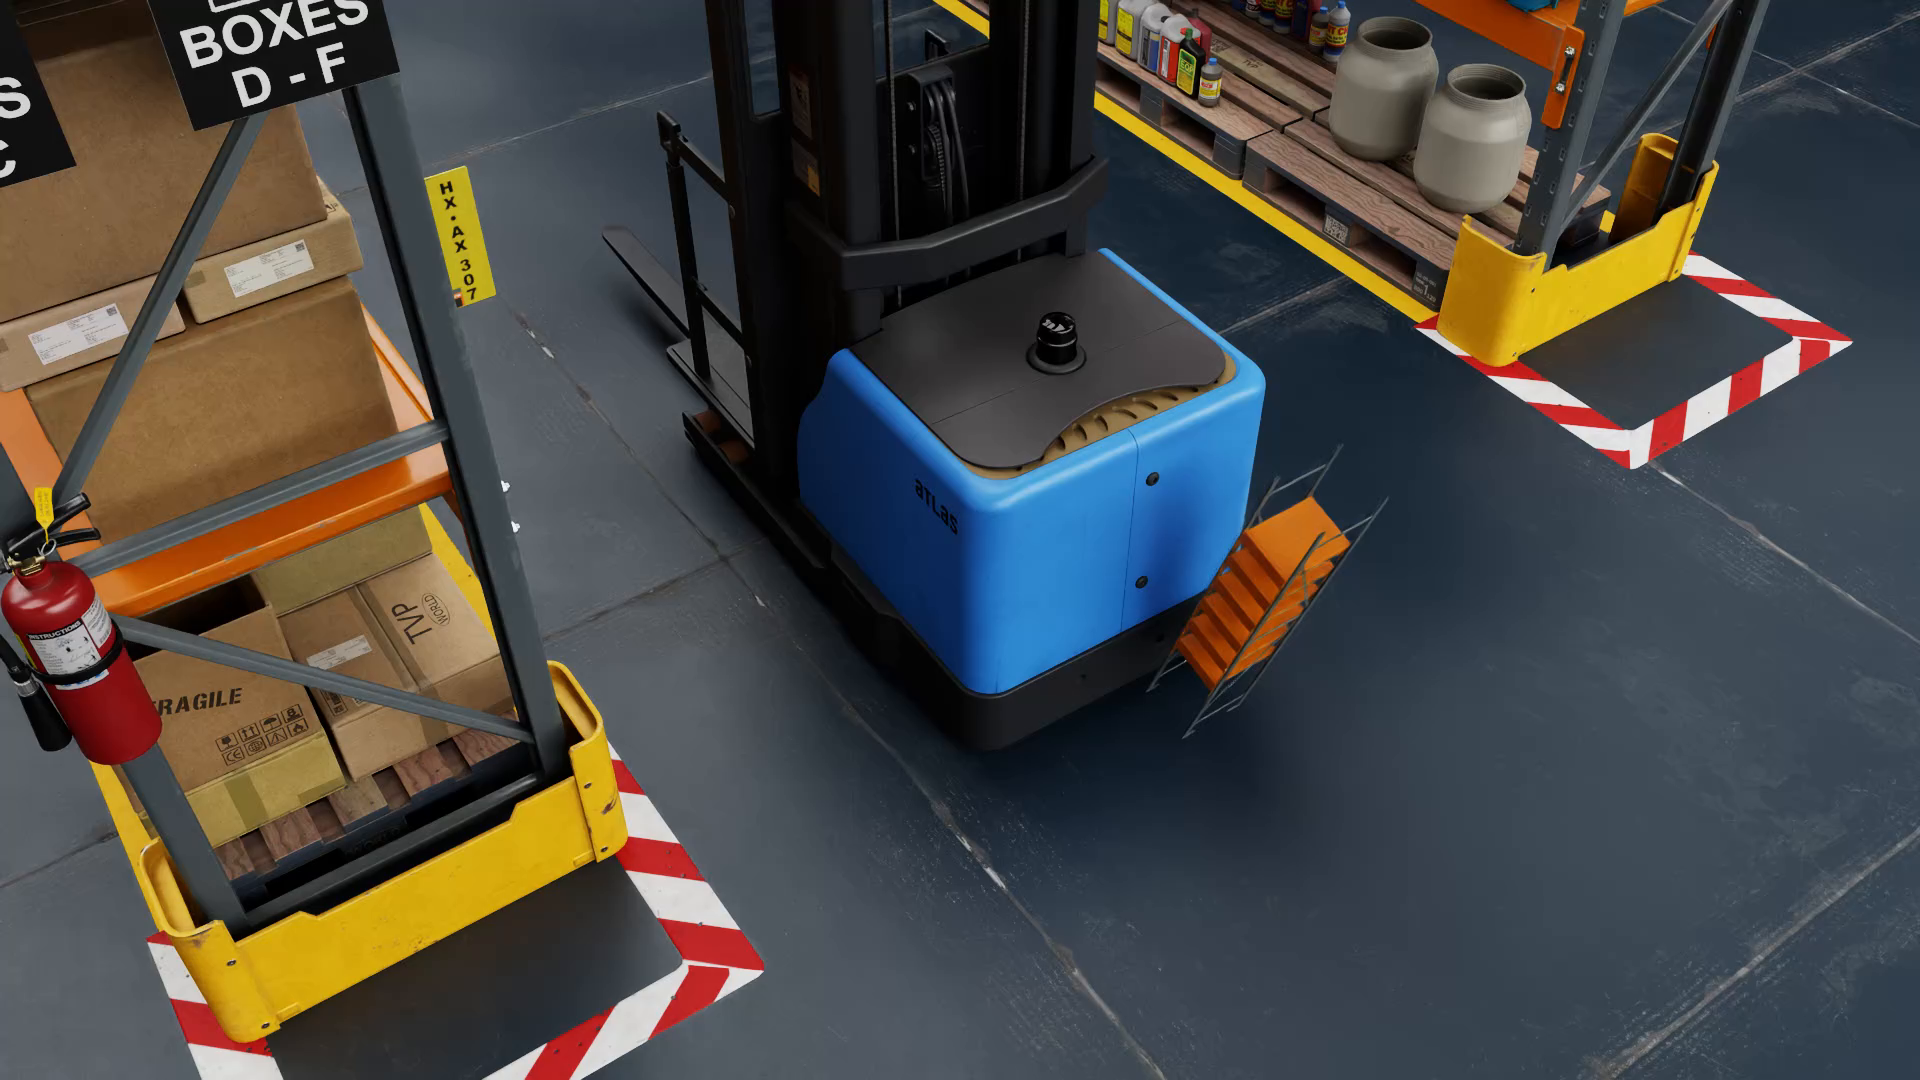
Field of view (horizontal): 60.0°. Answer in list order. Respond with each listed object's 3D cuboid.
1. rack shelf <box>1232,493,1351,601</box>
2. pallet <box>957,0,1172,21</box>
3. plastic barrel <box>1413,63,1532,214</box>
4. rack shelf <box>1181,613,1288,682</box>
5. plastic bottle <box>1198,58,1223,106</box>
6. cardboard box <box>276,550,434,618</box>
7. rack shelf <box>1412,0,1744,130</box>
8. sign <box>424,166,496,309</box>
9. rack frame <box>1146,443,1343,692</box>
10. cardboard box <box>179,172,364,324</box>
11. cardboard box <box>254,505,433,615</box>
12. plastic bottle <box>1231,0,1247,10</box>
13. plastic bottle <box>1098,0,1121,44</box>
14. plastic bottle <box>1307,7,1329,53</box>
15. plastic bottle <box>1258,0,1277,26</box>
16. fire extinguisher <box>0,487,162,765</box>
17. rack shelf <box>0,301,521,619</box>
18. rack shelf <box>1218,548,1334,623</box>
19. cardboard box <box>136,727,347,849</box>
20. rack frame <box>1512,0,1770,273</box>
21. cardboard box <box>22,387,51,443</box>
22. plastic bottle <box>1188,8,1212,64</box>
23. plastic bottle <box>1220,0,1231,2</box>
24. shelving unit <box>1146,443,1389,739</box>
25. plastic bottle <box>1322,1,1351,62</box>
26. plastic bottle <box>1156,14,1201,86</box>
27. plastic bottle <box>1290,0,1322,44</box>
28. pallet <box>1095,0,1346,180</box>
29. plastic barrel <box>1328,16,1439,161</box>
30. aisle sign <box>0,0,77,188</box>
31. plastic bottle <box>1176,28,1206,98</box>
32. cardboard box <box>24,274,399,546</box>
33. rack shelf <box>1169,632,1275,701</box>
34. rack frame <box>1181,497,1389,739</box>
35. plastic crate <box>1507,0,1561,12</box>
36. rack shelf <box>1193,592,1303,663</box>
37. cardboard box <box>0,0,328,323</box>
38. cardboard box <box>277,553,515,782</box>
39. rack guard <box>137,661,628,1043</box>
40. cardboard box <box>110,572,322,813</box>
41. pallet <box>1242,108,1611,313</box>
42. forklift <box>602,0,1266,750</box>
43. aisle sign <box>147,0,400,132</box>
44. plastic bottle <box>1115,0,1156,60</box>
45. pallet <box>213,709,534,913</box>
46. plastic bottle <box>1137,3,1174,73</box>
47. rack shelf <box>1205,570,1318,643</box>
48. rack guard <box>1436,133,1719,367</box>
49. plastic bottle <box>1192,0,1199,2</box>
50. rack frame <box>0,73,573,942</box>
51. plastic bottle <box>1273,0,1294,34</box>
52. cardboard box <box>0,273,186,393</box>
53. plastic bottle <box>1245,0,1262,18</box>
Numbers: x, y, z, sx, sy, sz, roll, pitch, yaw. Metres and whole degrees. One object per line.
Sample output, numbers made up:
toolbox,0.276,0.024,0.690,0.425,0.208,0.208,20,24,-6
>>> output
rack shelf,0.886,0.018,4.425,0.258,0.103,0.180,-26,67,-25
pallet,0.594,-2.902,8.637,1.003,0.211,1.213,-26,49,-24
plastic barrel,2.093,-1.637,6.790,0.421,0.512,0.421,0,44,0
rack shelf,0.803,0.267,4.826,0.258,0.103,0.180,-26,67,-25
plastic bottle,1.122,-2.056,7.440,0.097,0.201,0.097,0,44,0
cardboard box,-1.946,0.082,5.179,0.500,0.250,0.500,-26,49,-24
rack shelf,1.388,-2.915,7.152,1.077,0.370,4.000,-26,49,-24
sign,-1.074,-0.645,3.570,0.100,0.325,0.005,-26,49,-24
rack frame,0.781,0.113,4.721,0.240,1.200,0.006,-26,67,-25
cardboard box,-1.581,-0.666,3.733,0.380,0.149,0.250,-26,49,-25
cardboard box,-1.945,-0.190,4.921,0.500,0.500,0.500,-26,49,-24
plastic bottle,1.381,-2.730,8.095,0.097,0.271,0.097,0,44,0
plastic bottle,0.716,-2.540,7.838,0.144,0.351,0.185,-26,49,-25
plastic bottle,1.691,-2.398,7.797,0.097,0.201,0.097,0,44,0
plastic bottle,1.497,-2.615,7.975,0.097,0.271,0.097,0,44,0
fire extinguisher,-1.846,0.191,3.434,0.296,0.674,0.183,-26,49,-24
rack shelf,-2.677,-0.960,5.105,1.077,0.370,4.000,-26,49,-24
rack shelf,0.865,0.080,4.525,0.258,0.103,0.180,-26,67,-25
cardboard box,-2.082,0.568,4.670,0.500,0.250,0.500,-26,49,-24
rack frame,2.532,-2.042,5.717,1.000,3.000,0.127,-26,49,-24
cardboard box,-2.094,-0.689,4.227,0.700,0.500,0.500,-24,49,-23
plastic bottle,1.087,-2.282,7.617,0.061,0.283,0.133,-26,49,-24
plastic bottle,1.323,-2.763,8.179,0.097,0.201,0.097,0,44,0
shelving unit,0.831,0.182,4.689,0.258,1.200,0.189,-26,67,-25
plastic bottle,1.751,-2.365,7.712,0.097,0.271,0.097,0,44,0
plastic bottle,1.000,-2.237,7.575,0.152,0.276,0.135,-25,49,-24
plastic bottle,1.636,-2.504,7.850,0.061,0.283,0.133,-25,49,-24
pallet,1.296,-2.211,7.913,1.003,0.211,1.213,-26,49,-24
plastic barrel,1.806,-1.921,7.087,0.421,0.512,0.421,0,44,0
aisle sign,-1.736,-0.875,2.611,0.394,0.787,0.004,-26,49,-24
plastic bottle,1.040,-2.145,7.473,0.061,0.283,0.133,-25,49,-24
cardboard box,-1.789,-0.393,3.917,0.700,0.500,0.500,-26,49,-24
rack shelf,0.782,0.329,4.927,0.258,0.103,0.180,-26,67,-25
rack frame,0.881,0.251,4.656,0.240,1.200,0.006,-26,67,-25
plastic crate,2.000,-2.154,5.942,0.499,0.251,0.616,-26,49,-24
rack shelf,0.823,0.205,4.726,0.258,0.103,0.180,-26,67,-25
cardboard box,-1.820,-0.893,3.501,0.700,0.500,0.500,-26,49,-24
cardboard box,-1.657,0.363,4.884,0.500,0.250,0.500,-26,49,-24
rack guard,-1.519,0.830,4.519,1.175,0.500,0.348,-26,49,-24
cardboard box,-2.084,0.297,4.410,0.500,0.500,0.500,-26,49,-24
pallet,1.990,-1.520,7.190,1.003,0.211,1.213,-26,49,-24
forklift,-0.344,-1.420,5.115,1.130,2.935,3.031,-25,49,-23
aisle sign,-1.244,-1.112,2.860,0.394,0.787,0.004,-26,49,-24
plastic bottle,0.823,-2.435,7.728,0.144,0.351,0.185,-24,49,-23
pallet,-2.005,0.504,5.069,1.003,0.211,1.213,-26,49,-24
plastic bottle,0.921,-2.315,7.657,0.152,0.276,0.135,-27,50,-25
rack shelf,0.844,0.143,4.626,0.258,0.103,0.180,-26,67,-25
rack guard,2.450,-1.163,6.606,1.175,0.500,0.348,-26,49,-24
plastic bottle,1.146,-2.806,8.166,0.061,0.283,0.133,-26,49,-24
rack frame,-1.533,-0.088,3.670,1.000,3.000,0.127,-26,49,-24
plastic bottle,1.555,-2.559,7.915,0.097,0.271,0.097,0,44,0
cardboard box,-1.908,-0.500,3.559,0.380,0.149,0.250,-27,50,-25
plastic bottle,1.441,-2.646,8.058,0.097,0.201,0.097,0,44,0
